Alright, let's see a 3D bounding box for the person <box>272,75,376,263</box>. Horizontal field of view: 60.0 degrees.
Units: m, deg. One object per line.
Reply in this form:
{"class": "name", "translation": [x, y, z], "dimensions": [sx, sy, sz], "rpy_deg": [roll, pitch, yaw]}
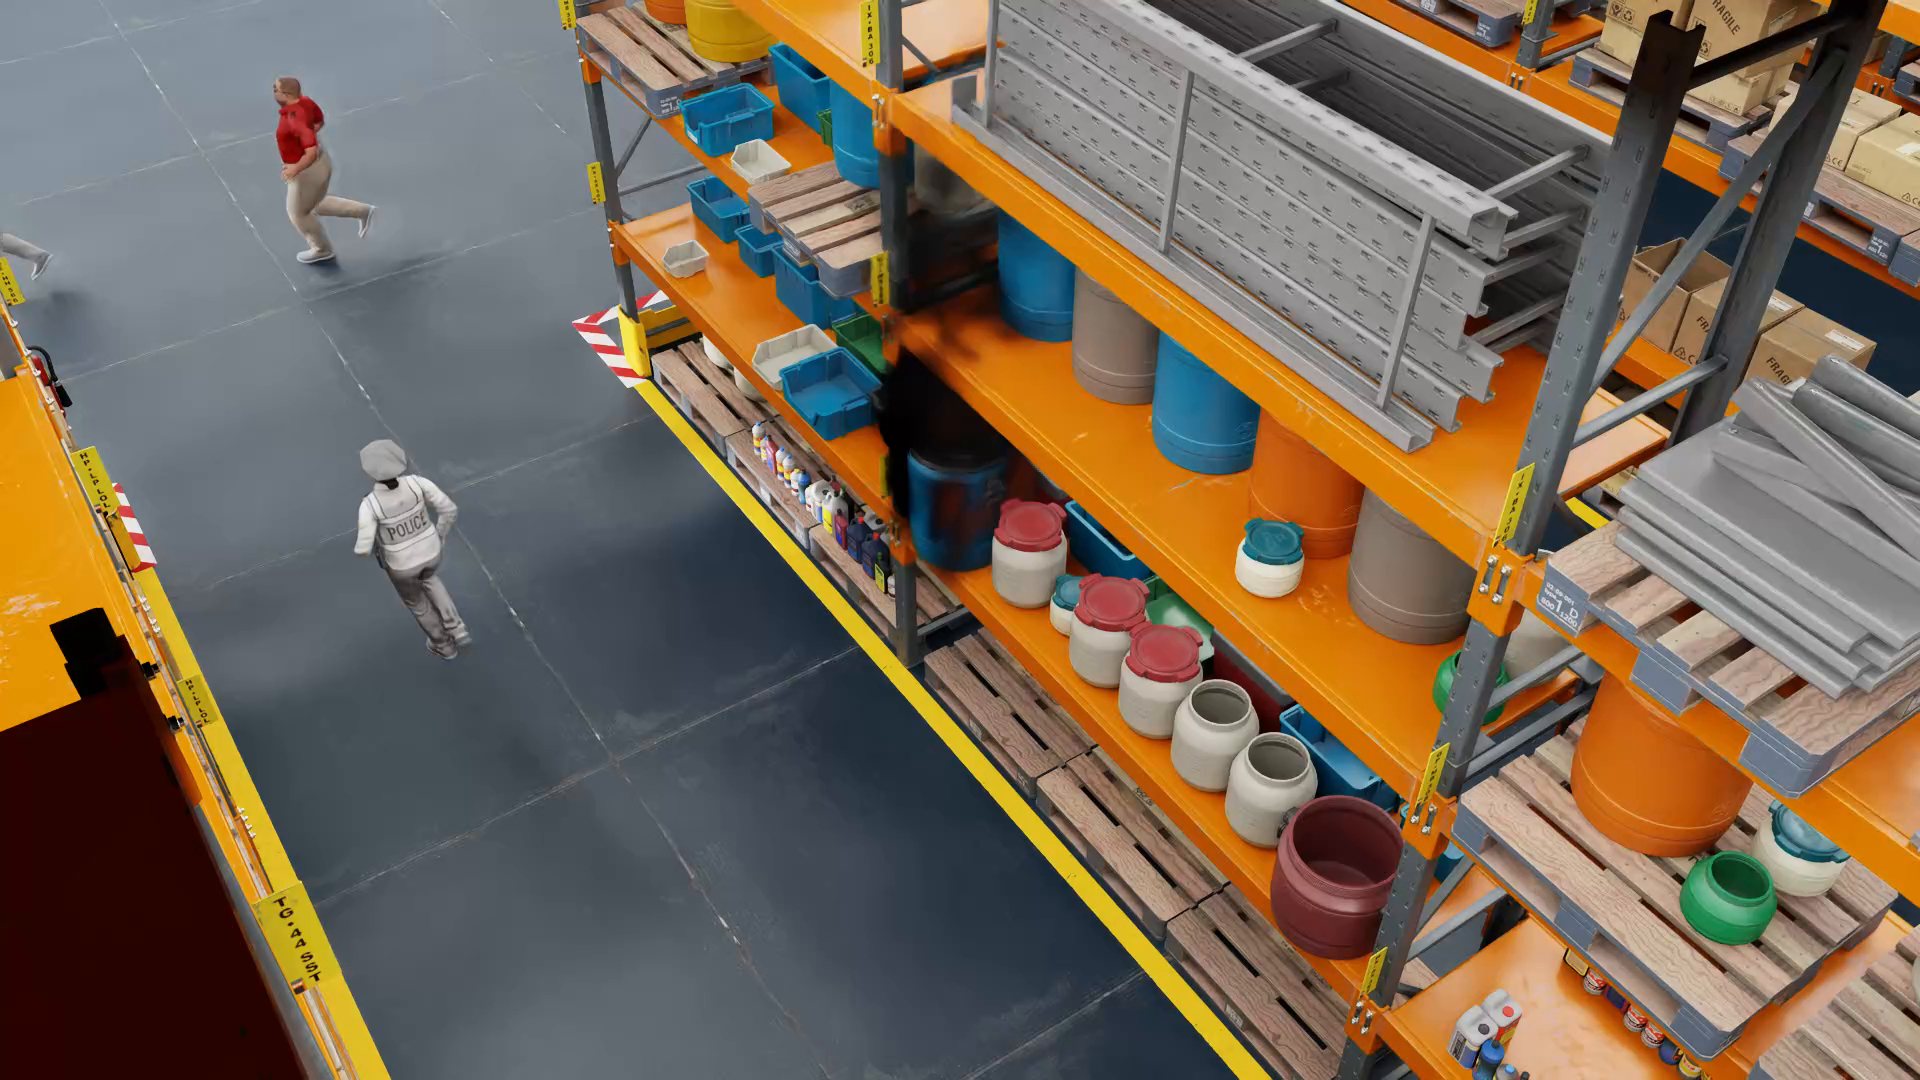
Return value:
{"class": "person", "translation": [-5.379, -3.084, 13.881], "dimensions": [0.736, 1.699, 0.668], "rpy_deg": [-4, 43, -4]}

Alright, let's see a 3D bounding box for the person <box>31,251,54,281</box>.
{"class": "person", "translation": [-8.034, -2.713, 13.436], "dimensions": [0.923, 1.699, 0.541], "rpy_deg": [-8, 43, -8]}

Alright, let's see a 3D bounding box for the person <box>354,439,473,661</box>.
{"class": "person", "translation": [-3.306, 0.094, 10.009], "dimensions": [0.634, 1.677, 0.461], "rpy_deg": [-33, 52, -31]}
